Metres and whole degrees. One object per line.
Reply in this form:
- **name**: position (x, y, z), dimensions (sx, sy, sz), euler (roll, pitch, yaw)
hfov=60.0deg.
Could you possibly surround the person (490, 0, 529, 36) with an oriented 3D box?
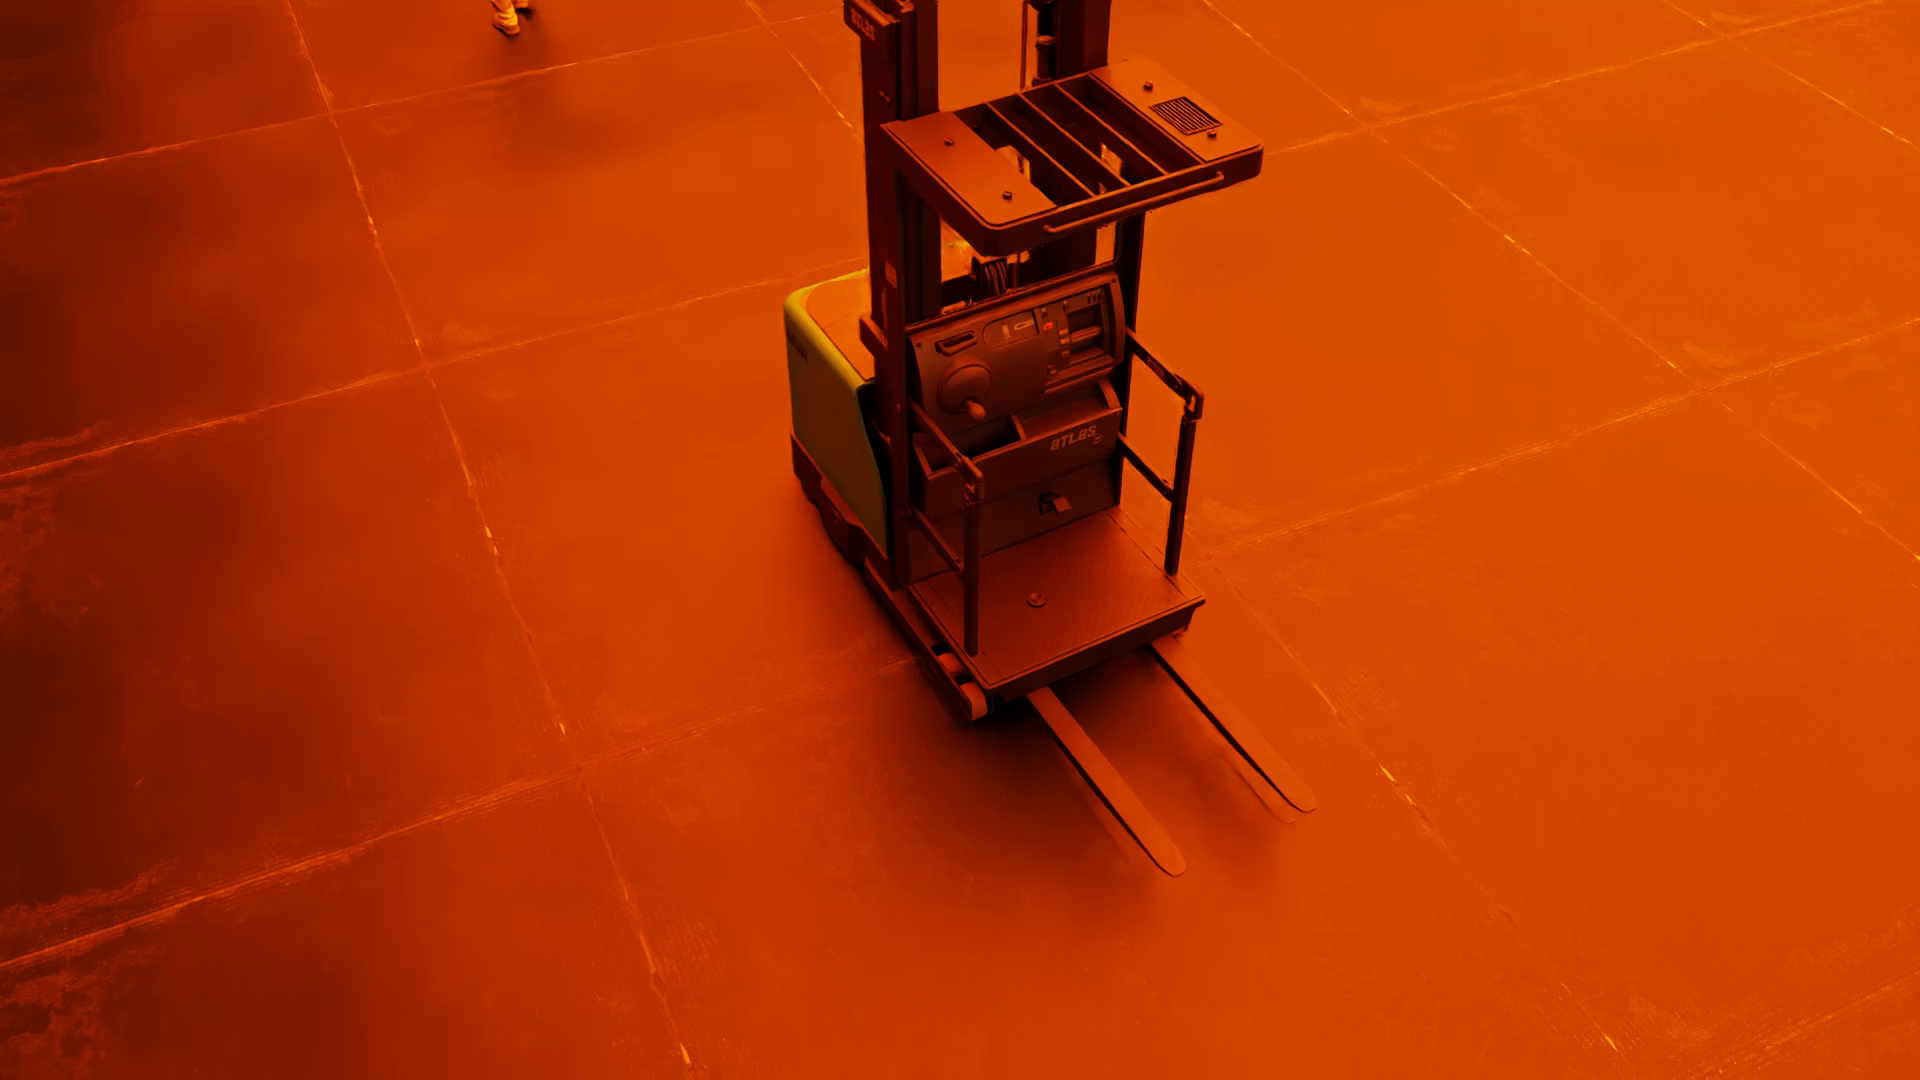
- **person**: position (-3.194, -4.346, 11.229), dimensions (1.016, 1.803, 0.610), euler (-22, 47, -22)

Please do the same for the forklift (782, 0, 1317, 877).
- **forklift**: position (0.346, -0.671, 6.399), dimensions (1.130, 2.935, 3.031), euler (-21, 47, -21)
